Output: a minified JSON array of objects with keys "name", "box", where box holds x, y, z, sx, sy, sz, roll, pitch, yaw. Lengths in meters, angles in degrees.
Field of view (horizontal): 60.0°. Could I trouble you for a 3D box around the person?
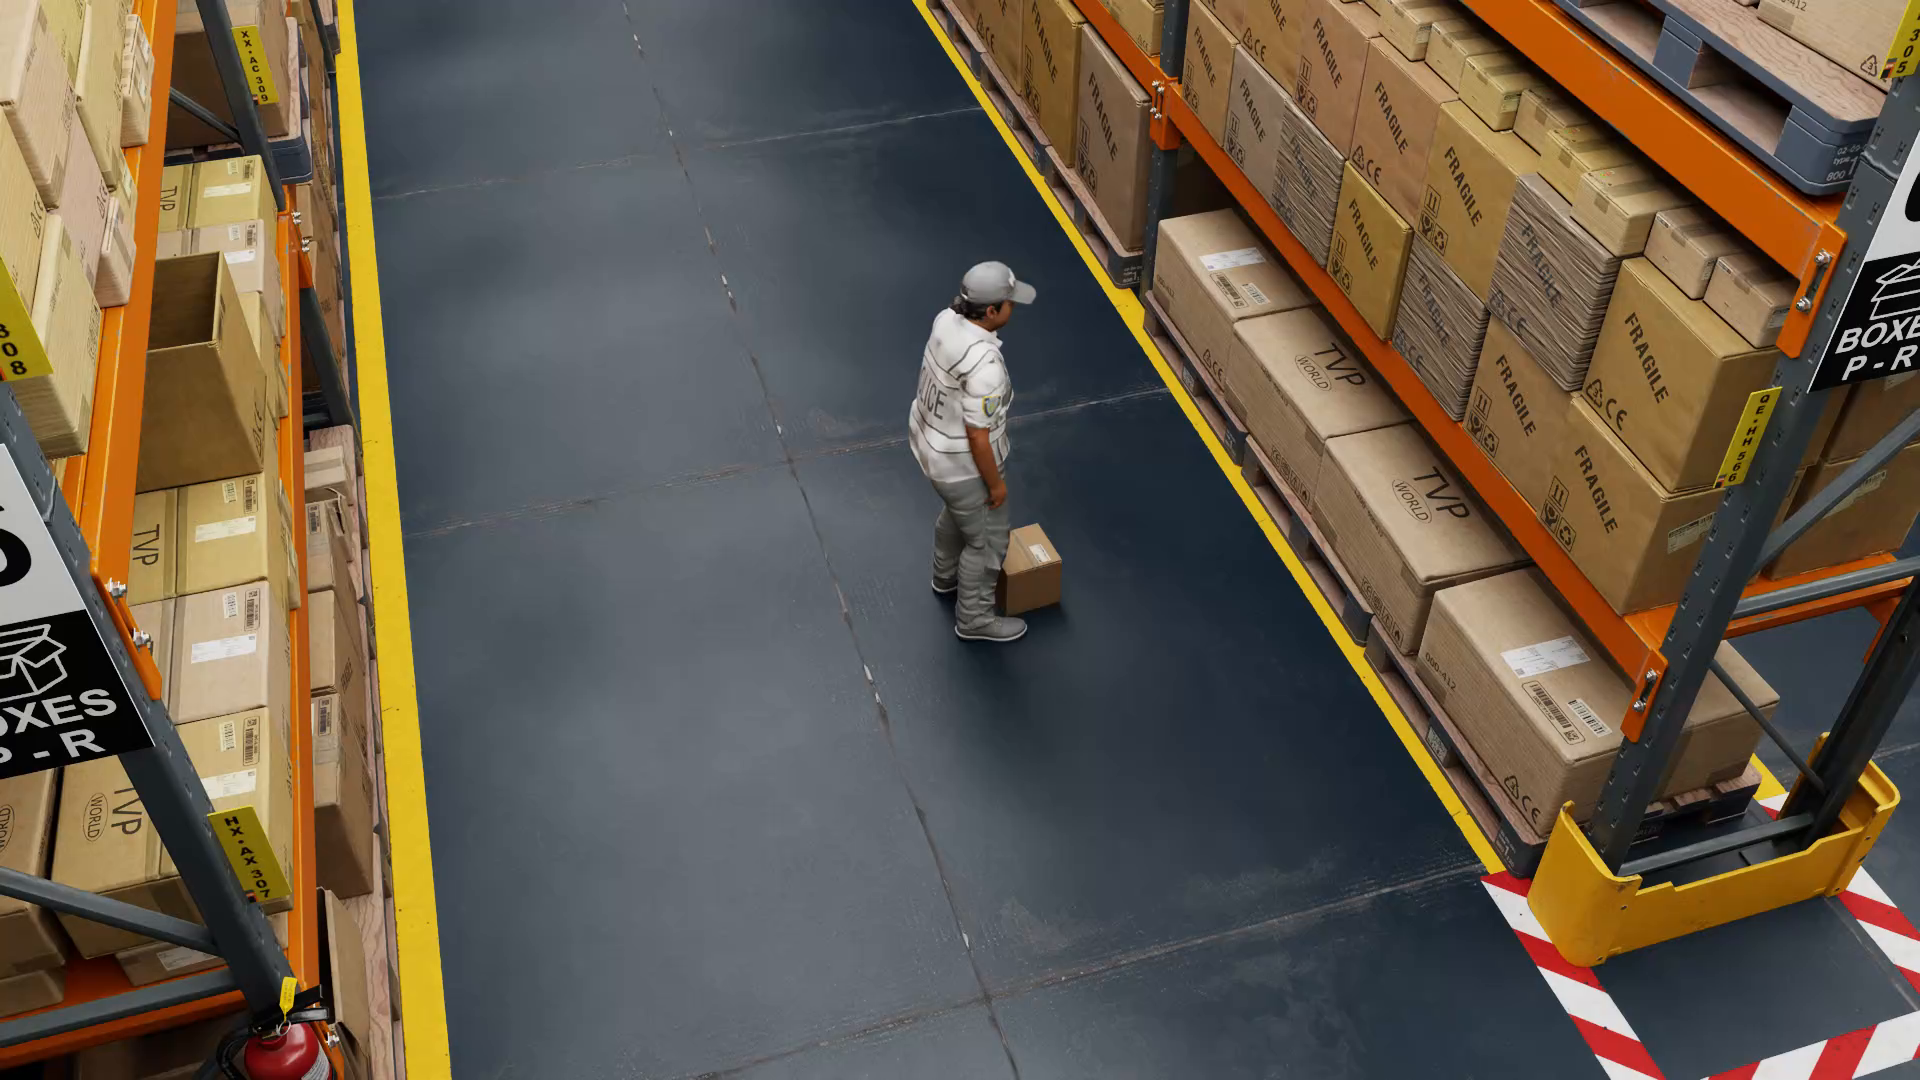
[{"name":"person","box":[0.059,-0.346,6.533,0.472,1.666,0.544,-12,44,-13]}]
